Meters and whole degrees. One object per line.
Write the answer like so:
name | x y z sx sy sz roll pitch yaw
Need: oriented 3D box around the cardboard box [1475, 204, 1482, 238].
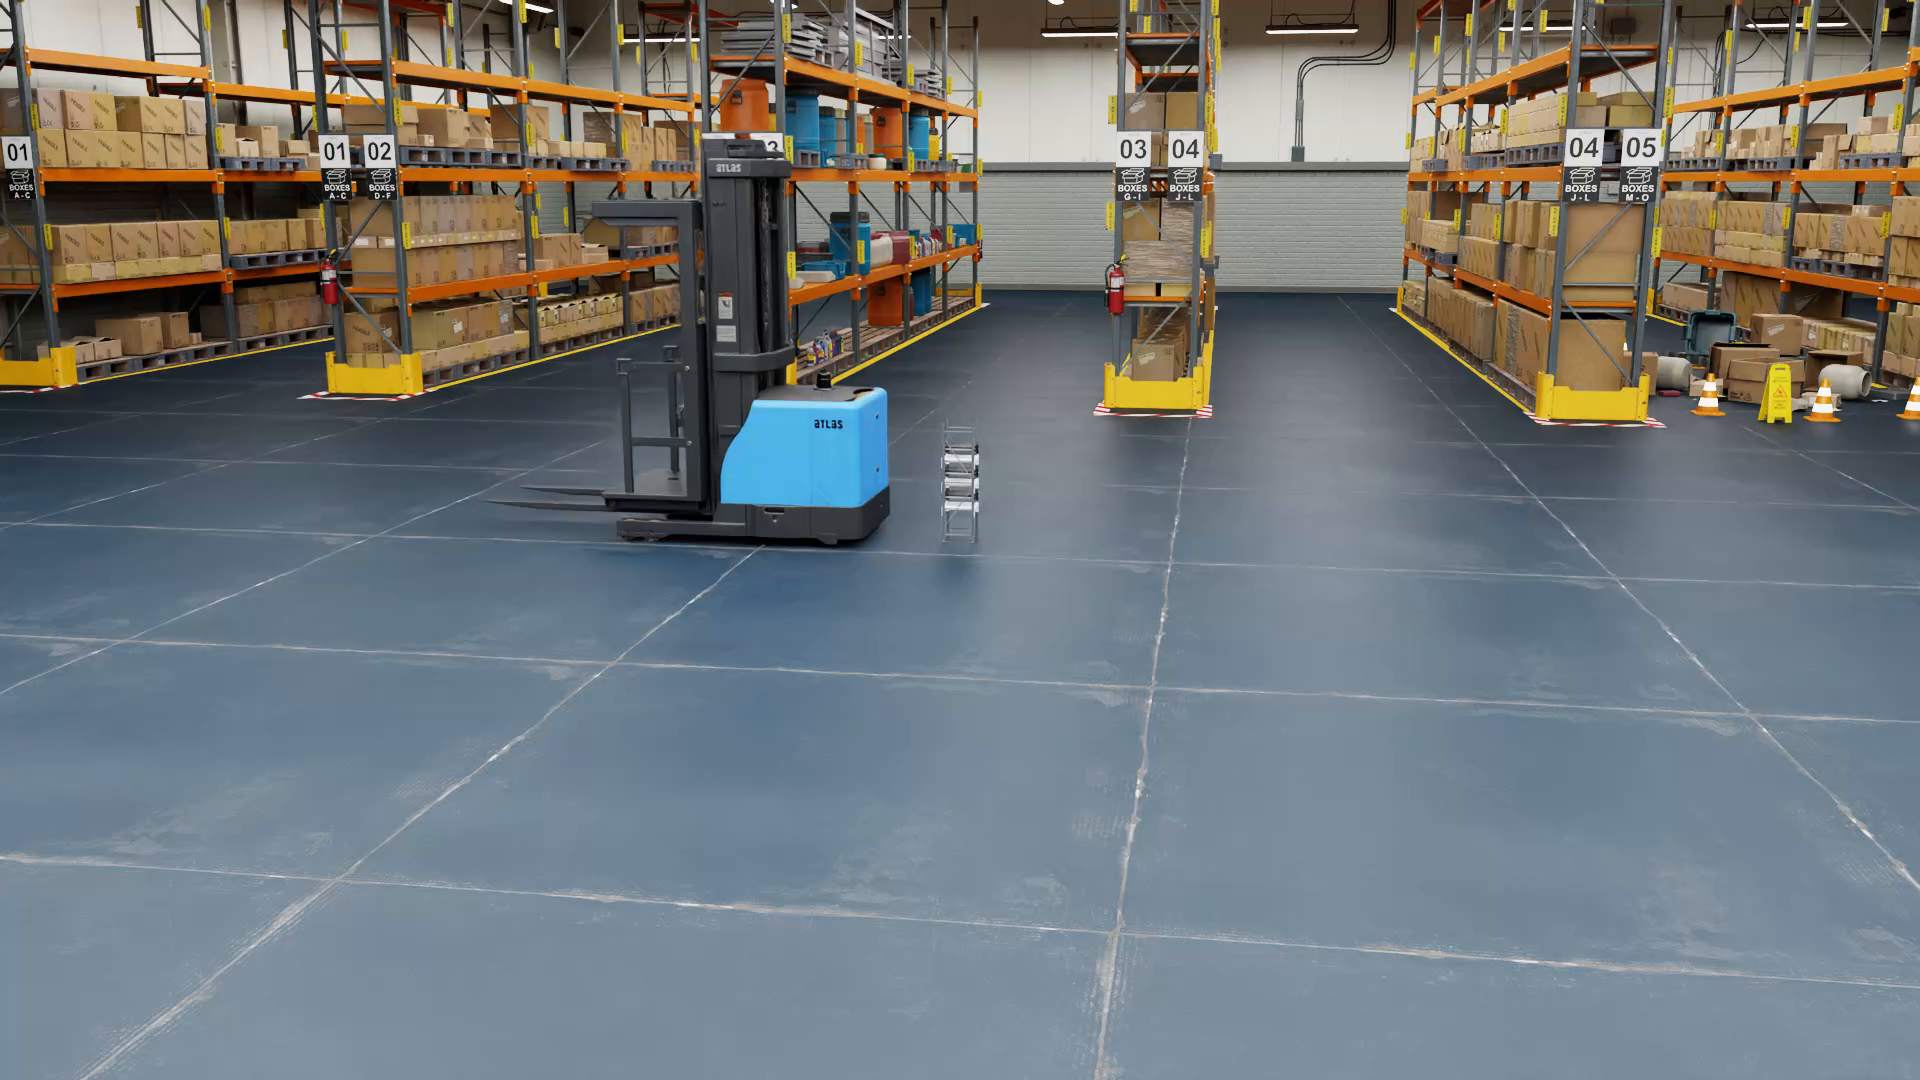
cardboard box | 8.268 -4.872 25.371 0.700 0.500 0.500 2 12 8

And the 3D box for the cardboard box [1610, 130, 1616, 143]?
cardboard box | 7.601 -4.579 18.865 0.380 0.149 0.250 2 12 9

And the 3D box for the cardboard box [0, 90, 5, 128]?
cardboard box | -12.567 -5.643 21.779 0.500 0.500 0.500 2 12 11

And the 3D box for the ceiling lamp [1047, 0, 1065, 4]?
ceiling lamp | 1.897 -11.230 29.385 0.800 3.185 2.000 2 12 9

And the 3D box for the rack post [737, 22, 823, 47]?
rack post | -2.319 -6.510 21.520 0.937 0.300 0.954 2 12 8

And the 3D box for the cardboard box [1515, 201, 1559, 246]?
cardboard box | 7.529 -4.000 21.013 0.875 0.550 0.550 2 12 9

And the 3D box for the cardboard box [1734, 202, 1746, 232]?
cardboard box | 13.463 -5.471 28.147 0.500 0.500 0.500 2 12 7

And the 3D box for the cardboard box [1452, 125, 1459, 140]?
cardboard box | 8.407 -6.783 27.675 0.396 0.266 0.258 2 12 9

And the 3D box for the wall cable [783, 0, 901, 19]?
wall cable | -2.961 -13.946 40.434 3.097 2.526 0.112 2 12 9

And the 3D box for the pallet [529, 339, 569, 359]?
pallet | -6.790 -2.995 25.891 1.003 0.211 1.213 2 12 9

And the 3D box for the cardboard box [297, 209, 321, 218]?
cardboard box | -11.203 -5.637 28.709 0.380 0.149 0.250 0 12 -1

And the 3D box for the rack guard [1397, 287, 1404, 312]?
rack guard | 9.642 -4.961 34.325 1.175 0.500 0.348 2 12 9

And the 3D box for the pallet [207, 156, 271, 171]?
pallet | -11.560 -5.863 25.905 1.213 0.211 1.003 2 12 9

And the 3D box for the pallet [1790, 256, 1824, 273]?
pallet | 13.326 -4.148 25.077 1.213 0.211 1.003 2 12 9

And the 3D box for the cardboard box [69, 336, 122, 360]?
cardboard box | -12.092 -2.691 23.200 0.500 0.311 0.500 3 13 13

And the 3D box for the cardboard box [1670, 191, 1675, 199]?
cardboard box | 14.109 -6.742 32.505 0.380 0.149 0.250 2 12 10

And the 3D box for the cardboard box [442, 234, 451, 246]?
cardboard box | -7.050 -4.027 22.281 0.380 0.149 0.250 1 12 7

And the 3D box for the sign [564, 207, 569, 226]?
sign | -6.787 -5.579 28.702 0.100 0.325 0.005 2 12 9

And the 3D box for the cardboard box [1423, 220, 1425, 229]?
cardboard box | 8.524 -5.672 29.879 0.380 0.149 0.250 3 12 12

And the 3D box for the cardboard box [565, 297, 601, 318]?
cardboard box | -6.241 -3.841 27.397 0.500 0.311 0.500 2 12 8

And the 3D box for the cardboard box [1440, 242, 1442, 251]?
cardboard box | 8.124 -4.838 27.423 0.380 0.149 0.250 2 12 10

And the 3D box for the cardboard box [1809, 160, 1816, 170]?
cardboard box | 13.114 -5.677 25.192 0.380 0.149 0.250 2 12 9

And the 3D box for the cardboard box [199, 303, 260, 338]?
cardboard box | -11.663 -3.510 26.552 0.700 0.500 0.500 2 12 11

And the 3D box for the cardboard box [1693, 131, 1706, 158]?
cardboard box | 14.102 -7.414 31.182 0.500 0.500 0.500 2 12 10

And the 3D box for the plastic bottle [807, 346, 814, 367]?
plastic bottle | -1.999 -2.459 22.213 0.097 0.271 0.097 0 12 0

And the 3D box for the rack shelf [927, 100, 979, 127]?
rack shelf | -0.433 -8.510 33.277 1.077 0.370 4.000 2 12 9

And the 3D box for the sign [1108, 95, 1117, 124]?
sign | 1.762 -4.971 19.217 0.100 0.325 0.005 2 12 9

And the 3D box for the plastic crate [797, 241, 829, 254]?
plastic crate | -2.199 -4.185 24.639 0.402 0.464 0.583 2 12 9

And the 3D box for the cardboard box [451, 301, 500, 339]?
cardboard box | -6.882 -3.120 23.601 0.500 0.500 0.500 2 12 9

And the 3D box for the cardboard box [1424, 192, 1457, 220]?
cardboard box | 8.844 -6.155 30.619 0.500 0.500 0.500 1 12 7

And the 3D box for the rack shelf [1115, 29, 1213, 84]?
rack shelf | 2.615 -6.045 20.899 1.077 0.370 4.000 2 12 9

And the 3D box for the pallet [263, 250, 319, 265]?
pallet | -11.409 -4.689 27.587 1.003 0.211 1.213 2 12 9

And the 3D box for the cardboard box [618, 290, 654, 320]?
cardboard box | -5.822 -4.224 29.864 0.500 0.500 0.500 1 12 7

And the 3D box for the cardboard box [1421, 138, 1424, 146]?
cardboard box | 9.009 -7.595 31.720 0.380 0.149 0.250 2 12 8

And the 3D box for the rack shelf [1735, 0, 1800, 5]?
rack shelf | 13.638 -9.016 26.786 1.077 0.370 4.000 2 12 9

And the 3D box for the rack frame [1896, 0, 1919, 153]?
rack frame | 12.715 -6.494 21.265 1.000 3.000 0.127 2 12 9

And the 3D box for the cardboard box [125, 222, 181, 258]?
cardboard box | -11.687 -4.350 24.085 0.500 0.500 0.500 2 12 7

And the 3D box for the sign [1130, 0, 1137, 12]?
sign | 2.374 -7.366 22.718 0.100 0.325 0.005 2 12 9

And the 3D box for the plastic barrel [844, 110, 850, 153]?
plastic barrel | -1.906 -6.139 25.550 0.600 0.901 0.708 2 12 9

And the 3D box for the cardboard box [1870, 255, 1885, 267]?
cardboard box | 12.521 -3.760 22.418 0.380 0.149 0.250 2 12 9

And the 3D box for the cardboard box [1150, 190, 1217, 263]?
cardboard box | 3.184 -4.542 24.026 1.000 1.000 1.000 2 12 9

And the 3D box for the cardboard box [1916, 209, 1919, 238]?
cardboard box | 12.229 -3.950 20.386 0.700 0.500 0.500 2 12 7

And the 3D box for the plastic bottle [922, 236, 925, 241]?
plastic bottle | -0.701 -5.487 30.949 0.144 0.351 0.185 2 12 9

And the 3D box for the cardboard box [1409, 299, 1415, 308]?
cardboard box | 9.049 -4.647 32.708 0.380 0.149 0.250 1 12 6

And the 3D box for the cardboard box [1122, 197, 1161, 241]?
cardboard box | 2.148 -3.855 19.944 0.500 0.500 0.500 2 12 9

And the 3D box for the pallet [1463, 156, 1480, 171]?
pallet | 8.377 -5.771 25.481 1.213 0.211 1.003 2 12 11

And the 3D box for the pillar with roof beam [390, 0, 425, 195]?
pillar with roof beam | -7.023 -8.996 32.875 9.100 9.000 0.548 2 12 9

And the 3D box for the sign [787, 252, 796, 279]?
sign | -2.043 -3.326 20.152 0.100 0.325 0.005 2 12 9

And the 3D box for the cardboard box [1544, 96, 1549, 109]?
cardboard box | 7.027 -5.096 19.367 0.380 0.149 0.250 2 12 10

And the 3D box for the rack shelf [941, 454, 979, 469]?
rack shelf | 0.001 -0.585 12.376 0.258 0.077 0.200 2 12 9

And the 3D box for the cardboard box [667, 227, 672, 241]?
cardboard box | -5.928 -6.032 32.129 0.700 0.500 0.500 -2 12 -10

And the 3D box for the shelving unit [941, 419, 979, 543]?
shelving unit | 0.001 -0.442 12.406 0.258 0.900 0.210 2 12 9

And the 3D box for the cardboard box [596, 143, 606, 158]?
cardboard box | -6.264 -6.539 27.952 0.500 0.250 0.500 1 12 4

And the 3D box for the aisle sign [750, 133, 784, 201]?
aisle sign | -2.308 -4.456 19.880 0.394 0.787 0.004 2 12 9

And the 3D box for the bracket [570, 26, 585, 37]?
bracket | -9.575 -12.712 41.576 0.235 0.232 0.430 2 12 9

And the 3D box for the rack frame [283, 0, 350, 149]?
rack frame | -11.145 -8.129 28.853 1.000 3.000 0.127 2 12 9

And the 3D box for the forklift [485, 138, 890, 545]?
forklift | -2.118 -1.527 12.620 3.031 2.935 1.130 2 12 10
